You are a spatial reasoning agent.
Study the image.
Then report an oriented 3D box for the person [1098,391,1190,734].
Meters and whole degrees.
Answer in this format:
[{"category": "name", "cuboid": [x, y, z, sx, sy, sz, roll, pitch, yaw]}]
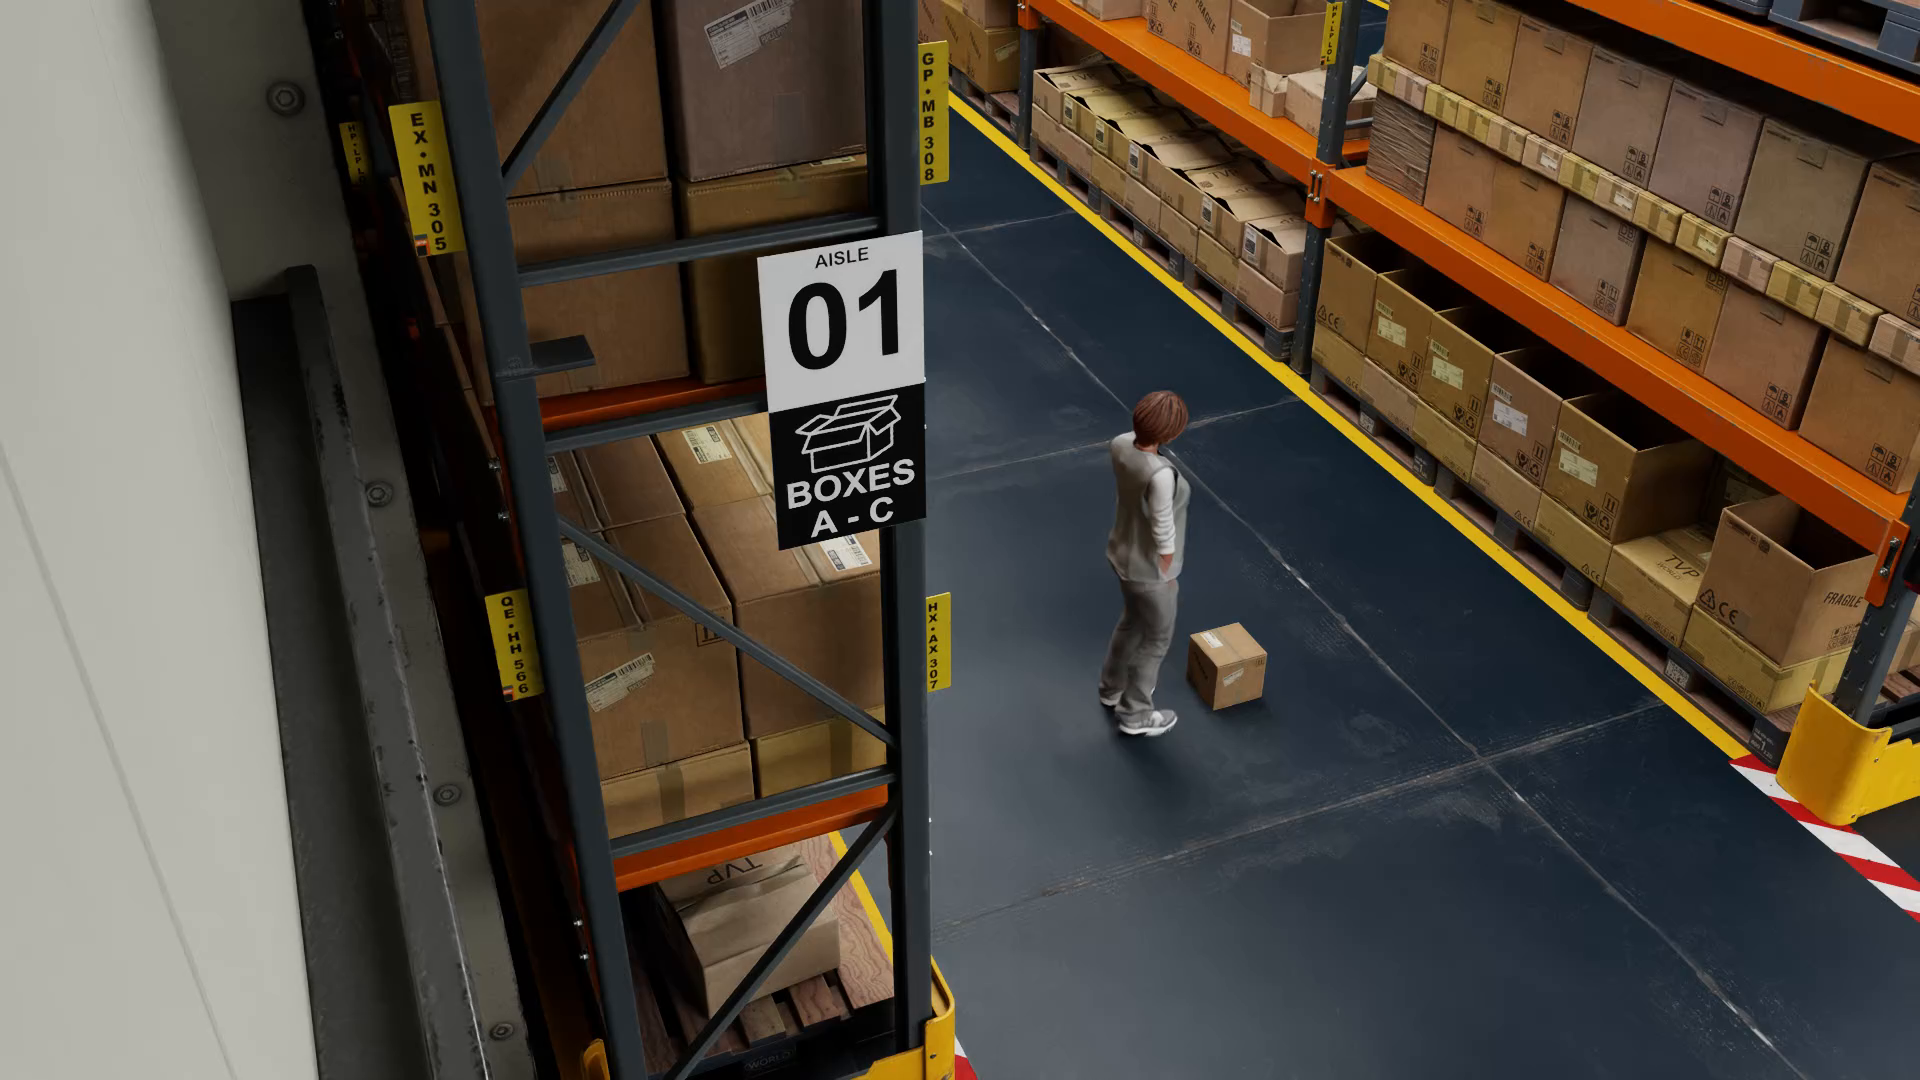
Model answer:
[{"category": "person", "cuboid": [0.763, 0.096, 6.942, 0.303, 1.582, 0.408, -13, 36, -18]}]
